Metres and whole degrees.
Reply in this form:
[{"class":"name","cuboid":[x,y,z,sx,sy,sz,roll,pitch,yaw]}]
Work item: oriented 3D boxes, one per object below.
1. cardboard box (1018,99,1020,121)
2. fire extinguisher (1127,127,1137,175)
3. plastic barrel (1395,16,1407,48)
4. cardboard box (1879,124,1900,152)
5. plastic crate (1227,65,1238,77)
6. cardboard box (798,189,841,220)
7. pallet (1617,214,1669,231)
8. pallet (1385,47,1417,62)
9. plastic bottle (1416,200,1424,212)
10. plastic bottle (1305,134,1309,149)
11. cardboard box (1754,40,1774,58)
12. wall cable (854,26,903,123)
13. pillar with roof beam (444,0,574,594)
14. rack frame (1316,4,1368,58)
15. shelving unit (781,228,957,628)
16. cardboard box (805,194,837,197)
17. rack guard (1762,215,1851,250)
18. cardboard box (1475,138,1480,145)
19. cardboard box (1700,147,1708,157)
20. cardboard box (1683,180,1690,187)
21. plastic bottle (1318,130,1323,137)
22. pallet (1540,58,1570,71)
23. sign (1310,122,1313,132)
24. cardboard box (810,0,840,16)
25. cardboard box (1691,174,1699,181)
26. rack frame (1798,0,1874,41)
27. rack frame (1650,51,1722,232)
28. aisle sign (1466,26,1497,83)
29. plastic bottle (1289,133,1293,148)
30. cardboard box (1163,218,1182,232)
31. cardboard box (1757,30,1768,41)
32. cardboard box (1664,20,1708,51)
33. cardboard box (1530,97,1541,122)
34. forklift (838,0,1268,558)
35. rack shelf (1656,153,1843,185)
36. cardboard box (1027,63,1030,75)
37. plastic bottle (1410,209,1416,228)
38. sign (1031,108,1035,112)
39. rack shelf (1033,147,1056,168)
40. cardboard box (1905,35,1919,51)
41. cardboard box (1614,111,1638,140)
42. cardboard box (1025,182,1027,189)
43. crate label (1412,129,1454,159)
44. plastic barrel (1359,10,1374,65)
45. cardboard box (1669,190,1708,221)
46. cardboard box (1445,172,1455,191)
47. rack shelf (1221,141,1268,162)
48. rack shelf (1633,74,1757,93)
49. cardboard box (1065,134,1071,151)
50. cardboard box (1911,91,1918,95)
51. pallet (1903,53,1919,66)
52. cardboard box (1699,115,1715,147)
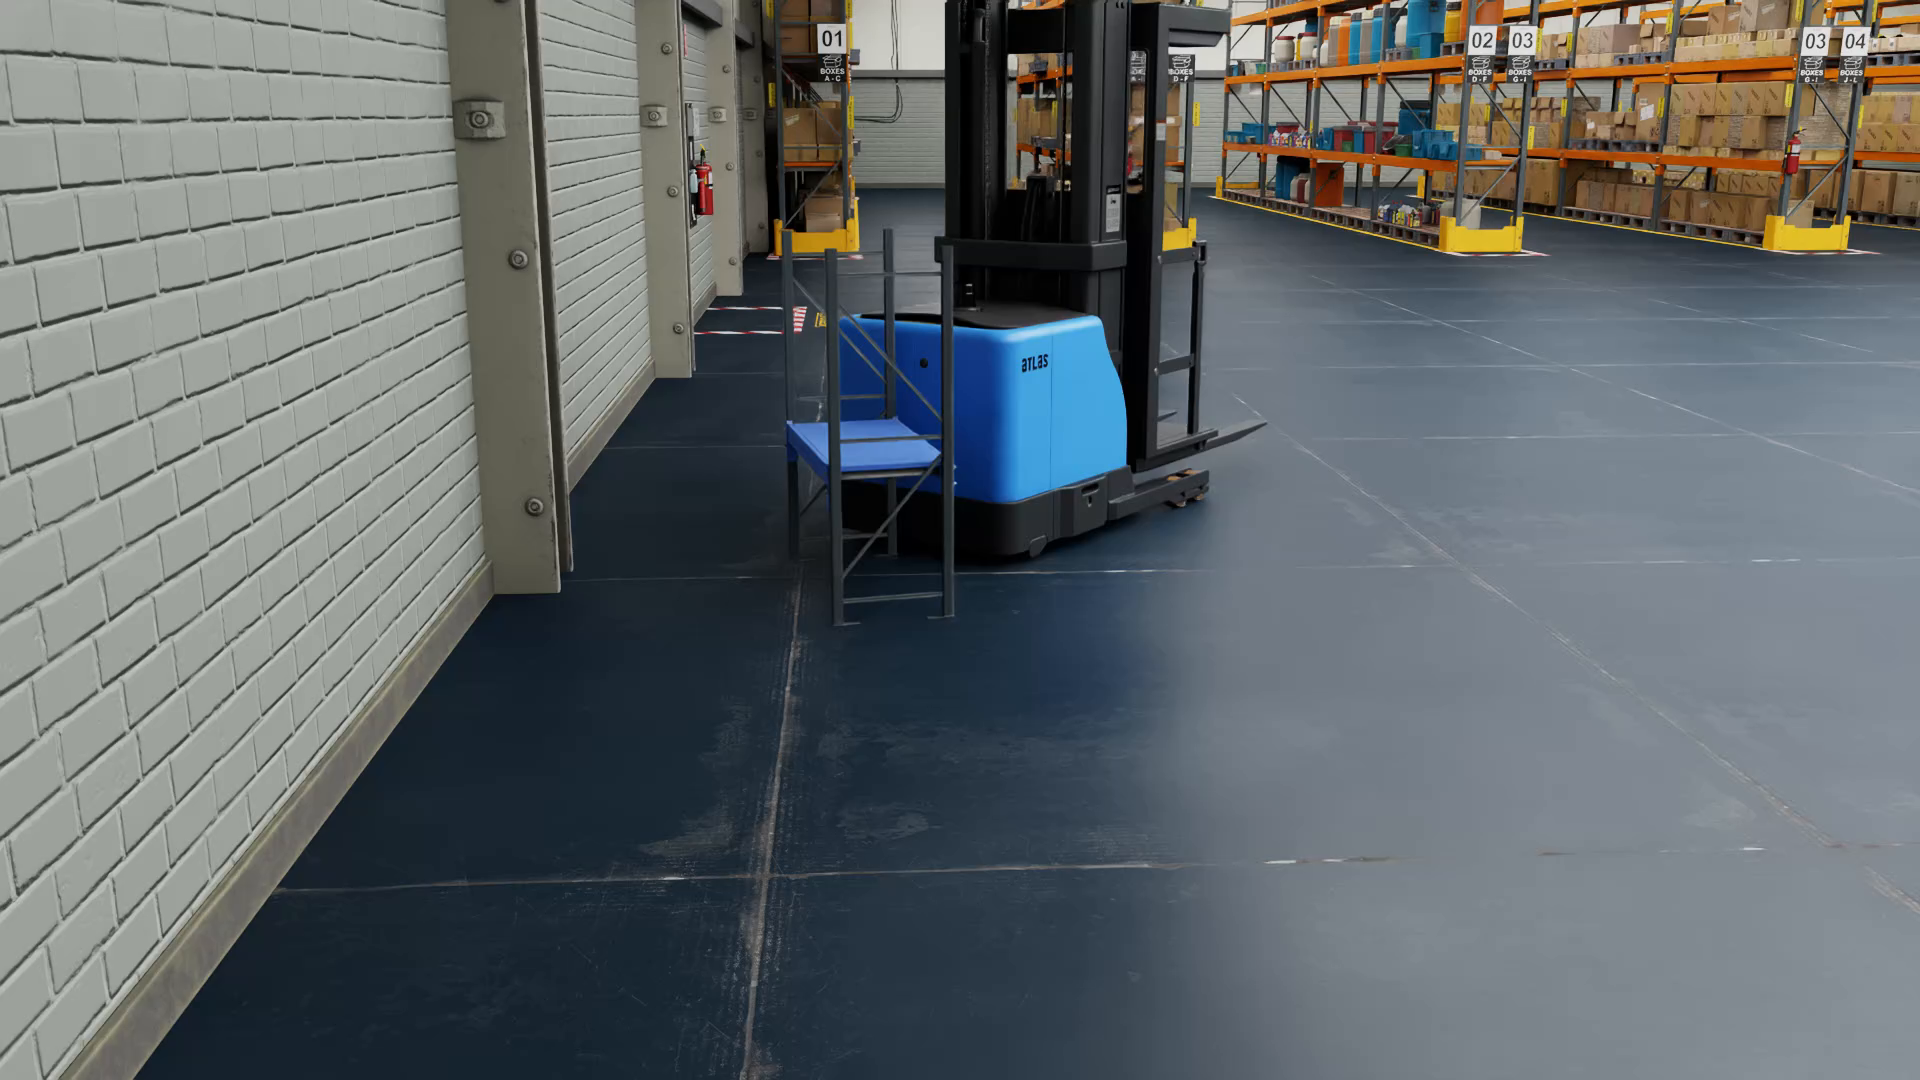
[{"class":"cardboard box","cuboid":[1.618,-10.063,38.910,0.500,0.500,0.500,0,14,-2]},{"class":"fire extinguisher","cuboid":[2.389,-5.592,23.894,0.296,0.674,0.183,-1,14,-3]},{"class":"plastic barrel","cuboid":[7.372,-8.336,27.319,0.421,0.512,0.421,0,14,0]},{"class":"cardboard box","cuboid":[17.080,-7.289,30.137,0.500,0.500,0.500,-1,14,-3]},{"class":"plastic crate","cuboid":[6.544,-11.010,39.039,0.497,0.269,0.590,-1,14,-3]},{"class":"cardboard box","cuboid":[-2.409,-5.768,28.559,0.700,0.500,0.500,0,14,-2]},{"class":"pallet","cuboid":[12.435,-5.656,29.584,1.003,0.211,1.213,-1,14,-3]},{"class":"pallet","cuboid":[7.684,-7.919,27.145,1.213,0.211,1.003,-1,14,-3]},{"class":"plastic bottle","cuboid":[7.725,-5.508,27.848,0.144,0.351,0.185,-1,14,-3]},{"class":"plastic bottle","cuboid":[6.828,-7.826,32.656,0.061,0.283,0.133,-1,14,-3]},{"class":"cardboard box","cuboid":[12.415,-7.438,25.196,0.500,0.250,0.500,-1,14,-3]},{"class":"wall cable","cuboid":[-3.084,-12.381,44.319,3.097,2.526,0.112,-1,14,-3]},{"class":"pillar with roof beam","cuboid":[2.406,-4.244,6.463,9.100,9.000,0.400,-1,14,-3]},{"class":"rack frame","cuboid":[7.294,-10.636,31.306,1.000,3.000,0.127,-1,14,-3]},{"class":"shelving unit","cuboid":[-0.404,-0.516,7.021,0.538,1.500,1.048,-4,15,-15]},{"class":"cardboard box","cuboid":[-2.242,-5.328,26.848,0.500,0.500,0.500,-2,15,-8]},{"class":"rack guard","cuboid":[12.728,-4.626,25.002,1.175,0.500,0.348,-1,14,-3]},{"class":"cardboard box","cuboid":[11.627,-8.815,36.772,0.380,0.149,0.250,-1,14,-2]},{"class":"cardboard box","cuboid":[12.300,-6.322,27.083,0.380,0.149,0.250,-1,14,-3]},{"class":"cardboard box","cuboid":[16.546,-8.027,37.487,0.380,0.149,0.250,-1,14,-5]},{"class":"plastic bottle","cuboid":[7.354,-8.168,33.853,0.144,0.351,0.185,-1,14,-3]},{"class":"pallet","cuboid":[12.144,-9.328,32.619,1.213,0.211,1.003,0,14,-1]},{"class":"sign","cuboid":[7.595,-8.868,35.916,0.100,0.325,0.005,-1,14,-3]},{"class":"cardboard box","cuboid":[-1.880,-7.683,23.599,0.500,0.500,0.500,-2,15,-7]},{"class":"cardboard box","cuboid":[16.609,-8.112,37.218,0.380,0.149,0.250,-1,14,-3]},{"class":"rack frame","cuboid":[12.733,-8.723,23.870,1.000,3.000,0.127,-1,14,-3]},{"class":"rack frame","cuboid":[12.485,-6.812,28.484,1.000,3.000,0.127,-1,14,-3]},{"class":"aisle sign","cuboid":[7.497,-6.978,23.909,0.394,0.787,0.004,-1,14,-3]},{"class":"plastic bottle","cuboid":[6.752,-8.132,33.845,0.061,0.283,0.133,-1,14,-3]},{"class":"cardboard box","cuboid":[3.034,-4.674,24.849,0.500,0.250,0.500,-1,14,-3]},{"class":"cardboard box","cuboid":[12.339,-7.650,25.220,0.380,0.149,0.250,-1,14,-3]},{"class":"cardboard box","cuboid":[12.554,-8.637,28.505,0.797,0.503,0.637,-2,15,-6]},{"class":"cardboard box","cuboid":[12.122,-8.852,34.198,0.797,0.503,0.637,0,14,-2]},{"class":"forklift","cuboid":[0.672,-1.651,8.561,1.130,2.935,3.031,10,18,35]},{"class":"rack shelf","cuboid":[12.609,-5.967,26.640,1.077,0.370,4.000,-1,14,-3]},{"class":"cardboard box","cuboid":[1.746,-10.396,36.692,0.500,0.250,0.500,-1,14,-3]},{"class":"plastic bottle","cuboid":[7.212,-5.118,26.465,0.061,0.283,0.133,-1,14,-2]},{"class":"sign","cuboid":[1.561,-9.059,35.478,0.100,0.325,0.005,-1,14,-3]},{"class":"rack shelf","cuboid":[2.226,-7.804,33.782,1.077,0.370,4.000,-1,14,-3]},{"class":"cardboard box","cuboid":[17.145,-8.799,29.444,0.500,0.250,0.500,-1,14,-4]},{"class":"cardboard box","cuboid":[12.285,-7.496,30.089,0.797,0.503,0.637,1,14,2]},{"class":"cardboard box","cuboid":[1.737,-7.885,37.165,0.500,0.311,0.500,-1,14,-3]},{"class":"crate label","cuboid":[7.405,-6.212,26.079,0.502,0.435,0.616,-1,14,-3]},{"class":"plastic barrel","cuboid":[7.253,-8.717,28.861,0.600,0.901,0.600,0,14,0]},{"class":"cardboard box","cuboid":[12.470,-5.705,28.354,0.500,0.500,0.500,-1,14,-5]},{"class":"cardboard box","cuboid":[11.917,-8.587,38.802,0.875,0.875,0.875,-1,14,-3]},{"class":"rack shelf","cuboid":[6.922,-8.875,37.942,1.077,0.370,4.000,-1,14,-3]},{"class":"rack shelf","cuboid":[16.822,-10.455,38.066,1.077,0.370,4.000,-1,14,-3]},{"class":"cardboard box","cuboid":[2.212,-7.387,30.894,0.500,0.311,0.500,-1,14,-4]},{"class":"cardboard box","cuboid":[21.630,-10.003,37.375,0.380,0.149,0.250,-1,14,-3]},{"class":"pallet","cuboid":[17.335,-8.451,29.217,0.805,0.209,1.217,-1,15,-6]},{"class":"cardboard box","cuboid":[12.578,-6.644,27.033,0.875,0.500,0.500,-1,14,-3]}]
